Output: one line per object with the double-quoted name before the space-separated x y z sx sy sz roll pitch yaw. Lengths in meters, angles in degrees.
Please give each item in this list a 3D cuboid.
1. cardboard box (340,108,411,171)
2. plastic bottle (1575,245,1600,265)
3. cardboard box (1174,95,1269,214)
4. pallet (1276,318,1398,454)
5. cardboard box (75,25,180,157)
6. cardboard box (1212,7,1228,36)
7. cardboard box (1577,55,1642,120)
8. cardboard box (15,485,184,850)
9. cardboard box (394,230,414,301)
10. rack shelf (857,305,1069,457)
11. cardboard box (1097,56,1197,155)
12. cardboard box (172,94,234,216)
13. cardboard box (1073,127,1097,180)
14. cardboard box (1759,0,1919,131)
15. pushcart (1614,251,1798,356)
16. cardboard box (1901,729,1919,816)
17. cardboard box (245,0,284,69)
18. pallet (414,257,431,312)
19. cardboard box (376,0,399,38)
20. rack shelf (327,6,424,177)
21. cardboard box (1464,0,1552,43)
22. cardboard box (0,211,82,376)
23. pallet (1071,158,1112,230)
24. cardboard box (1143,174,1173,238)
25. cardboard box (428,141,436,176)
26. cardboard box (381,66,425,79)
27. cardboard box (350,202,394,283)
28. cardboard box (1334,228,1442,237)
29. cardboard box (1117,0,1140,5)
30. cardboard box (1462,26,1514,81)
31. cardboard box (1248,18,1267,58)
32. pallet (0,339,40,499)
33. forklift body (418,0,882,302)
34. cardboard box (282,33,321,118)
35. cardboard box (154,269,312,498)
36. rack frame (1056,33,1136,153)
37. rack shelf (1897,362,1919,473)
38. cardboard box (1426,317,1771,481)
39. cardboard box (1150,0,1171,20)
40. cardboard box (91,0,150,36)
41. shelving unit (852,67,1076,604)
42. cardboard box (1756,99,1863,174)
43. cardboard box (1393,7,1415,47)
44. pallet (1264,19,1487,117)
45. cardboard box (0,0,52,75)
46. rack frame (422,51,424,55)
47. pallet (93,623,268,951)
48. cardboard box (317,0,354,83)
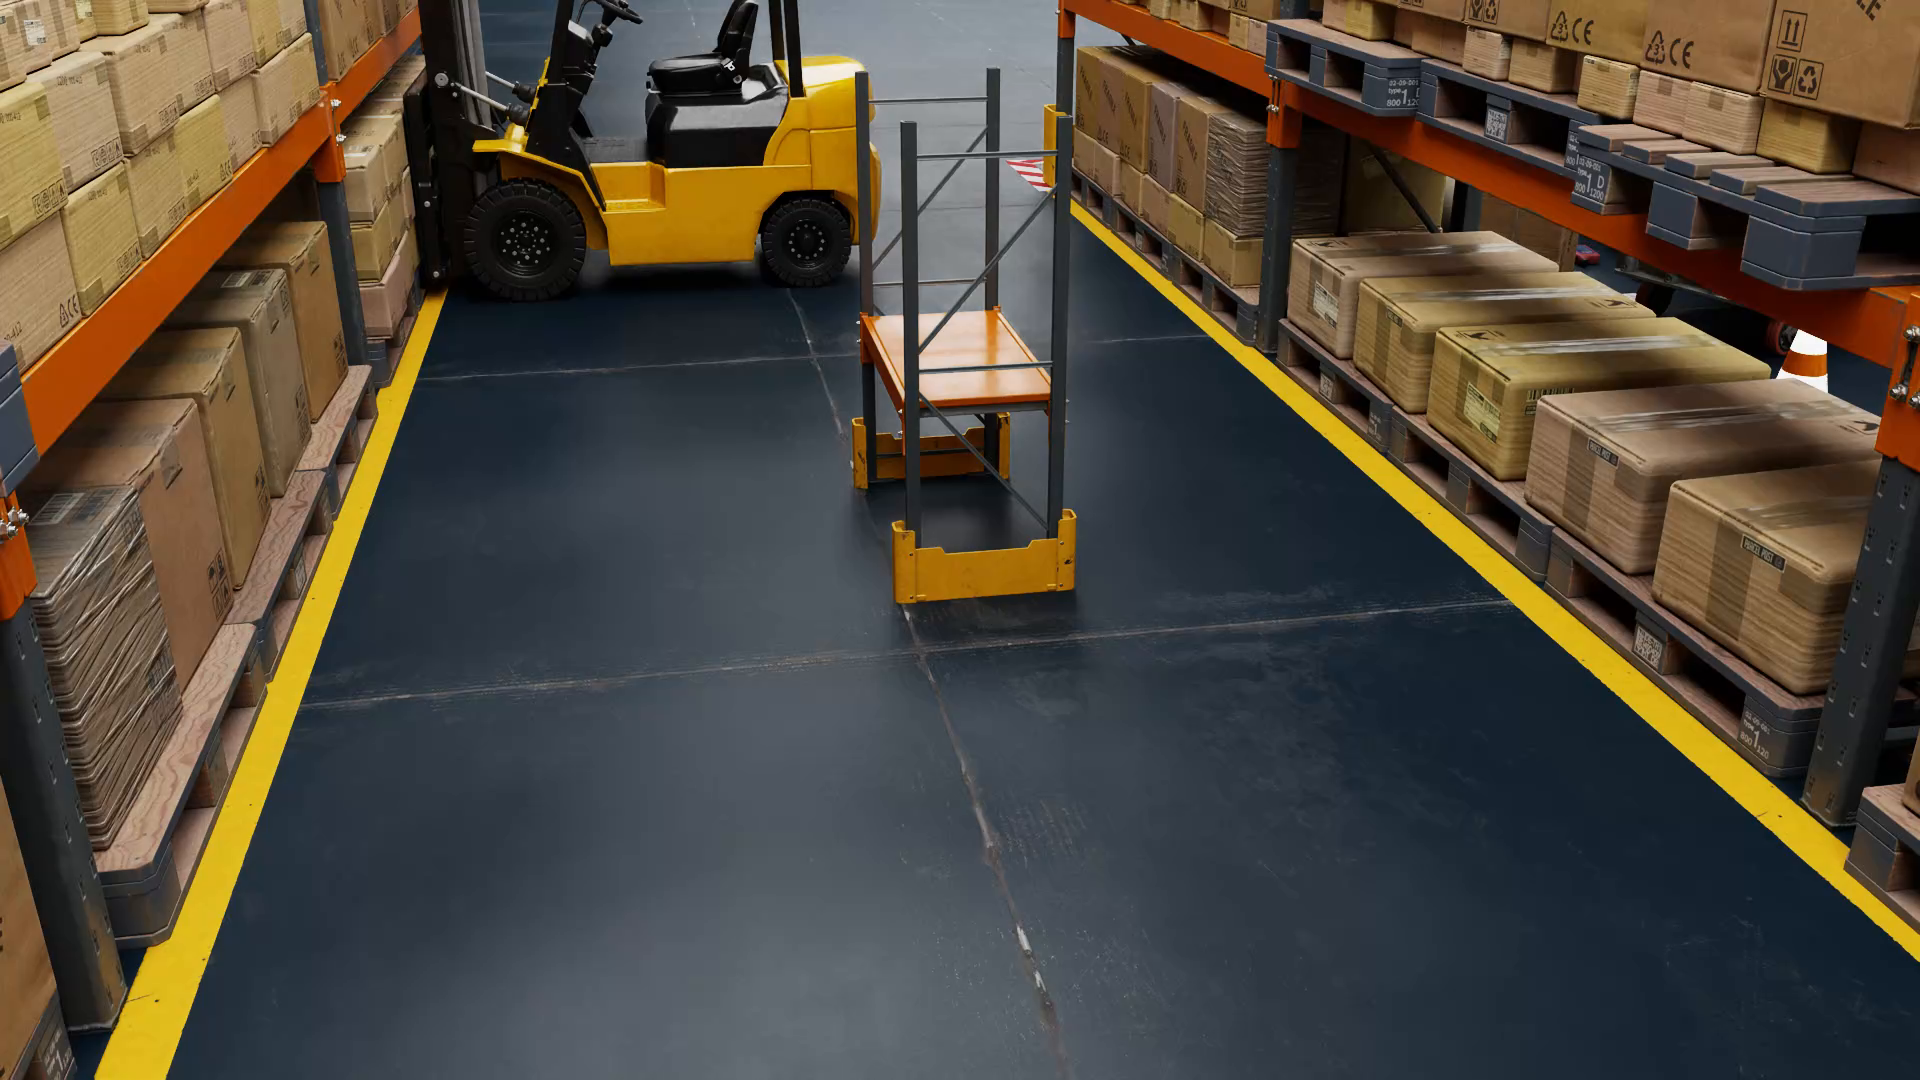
"cardboard box" -2.958 -1.922 8.065 0.500 0.250 0.500 -3 24 -8
"plastic bottle" 3.493 -1.590 9.314 0.133 0.061 0.283 0 24 -1
"cardboard box" 1.420 -1.979 8.507 0.500 0.500 0.500 -4 24 -9
"pallet" 2.034 -0.706 7.103 1.003 0.211 1.213 -4 24 -10
"cardboard box" -2.261 -1.105 4.096 0.500 0.250 0.500 -5 24 -11
"cardboard box" 1.473 -2.584 8.232 0.380 0.149 0.250 -5 24 -10
"cardboard box" 2.022 -1.308 4.787 0.380 0.149 0.250 -4 24 -9
"cardboard box" -2.351 0.301 3.754 0.875 0.625 0.625 -4 24 -8
"cardboard box" -2.862 -1.267 7.814 0.500 0.250 0.500 -5 24 -11
"rack shelf" -0.016 -0.556 5.599 0.538 0.185 1.000 -4 24 -10
"cardboard box" 1.133 -2.587 9.900 0.500 0.500 0.500 -5 24 -12
"cardboard box" -2.375 -1.076 4.654 0.500 0.250 0.500 -4 24 -8
"cardboard box" 1.027 -2.458 10.541 0.500 0.250 0.500 -5 24 -10
"cardboard box" 2.271 -1.250 3.842 0.500 0.500 0.500 -5 24 -11
"pushcart" 4.120 -1.277 8.202 1.648 0.377 0.936 -13 27 -28
"cardboard box" 2.675 0.342 3.349 0.875 0.875 0.875 -5 24 -10
"cardboard box" -2.544 -1.706 5.470 0.500 0.250 0.500 -5 24 -11
"pallet" -3.323 -1.440 8.784 1.003 0.211 1.213 -4 24 -10
"cardboard box" -3.093 -2.763 8.204 0.500 0.500 0.500 -4 24 -9
"rack shelf" -3.358 -2.378 8.347 1.077 0.370 4.000 -4 24 -10
"cardboard box" 1.970 -1.865 5.252 0.500 0.500 0.500 -5 24 -12
"cardboard box" -2.091 -0.472 3.270 0.500 0.250 0.500 -4 24 -10
"pallet" 1.279 -2.234 10.600 1.003 0.211 1.213 -4 24 -10
"cardboard box" 1.318 -1.844 9.136 0.500 0.250 0.500 -4 24 -9
"cardboard box" -3.133 -2.088 9.070 0.500 0.250 0.500 -5 24 -11
"cardboard box" -3.236 -2.527 9.449 0.500 0.250 0.500 -4 24 -9
"cardboard box" -2.775 -1.296 7.256 0.500 0.250 0.500 -4 24 -10
"cardboard box" 2.045 -1.475 8.289 0.500 0.250 0.500 -5 24 -12
"cardboard box" 1.121 -3.188 9.616 0.380 0.149 0.250 -4 24 -8
"cardboard box" 1.894 -1.612 5.482 0.380 0.149 0.250 -3 24 -8
"cardboard box" 1.530 -2.279 7.534 0.380 0.149 0.250 -5 24 -10
"pallet" -2.055 0.001 2.239 1.213 0.211 1.003 -4 24 -10
"forklift body" -1.585 -2.495 8.775 2.313 2.155 1.214 -4 24 -10
"cardboard box" -2.638 -1.674 6.022 0.500 0.250 0.500 -4 24 -9
"cardboard box" -2.745 -0.515 5.625 0.875 0.625 0.625 -5 24 -10
"rack frame" 1.149 -3.864 10.848 1.000 3.000 0.127 -4 24 -10
"rack shelf" 2.998 0.400 1.986 1.077 0.370 4.000 -4 24 -10
"cardboard box" 2.255 -0.516 5.943 0.950 0.372 0.625 -4 24 -8
"cardboard box" 1.238 -2.880 8.910 0.380 0.149 0.250 -4 24 -9
"cardboard box" -2.267 -1.345 4.147 0.380 0.149 0.250 -4 24 -9
"shelving unit" -0.014 -0.717 5.518 0.587 1.500 1.083 -4 24 -10
"cardboard box" 2.216 -1.006 4.094 0.380 0.149 0.250 -4 24 -9
"cardboard box" 1.846 -1.922 6.192 0.380 0.149 0.250 -3 24 -6
"pallet" 1.887 -1.891 6.571 1.003 0.211 1.213 -4 24 -10
"cardboard box" -2.142 -1.042 3.453 0.380 0.149 0.250 -4 24 -8
"rack frame" -3.728 -3.495 10.004 1.000 3.000 0.127 -4 24 -10
"pallet" -2.363 0.603 4.105 1.003 0.211 1.213 -4 24 -10
"cardboard box" -2.814 -2.161 6.825 0.500 0.500 0.500 -5 24 -11
